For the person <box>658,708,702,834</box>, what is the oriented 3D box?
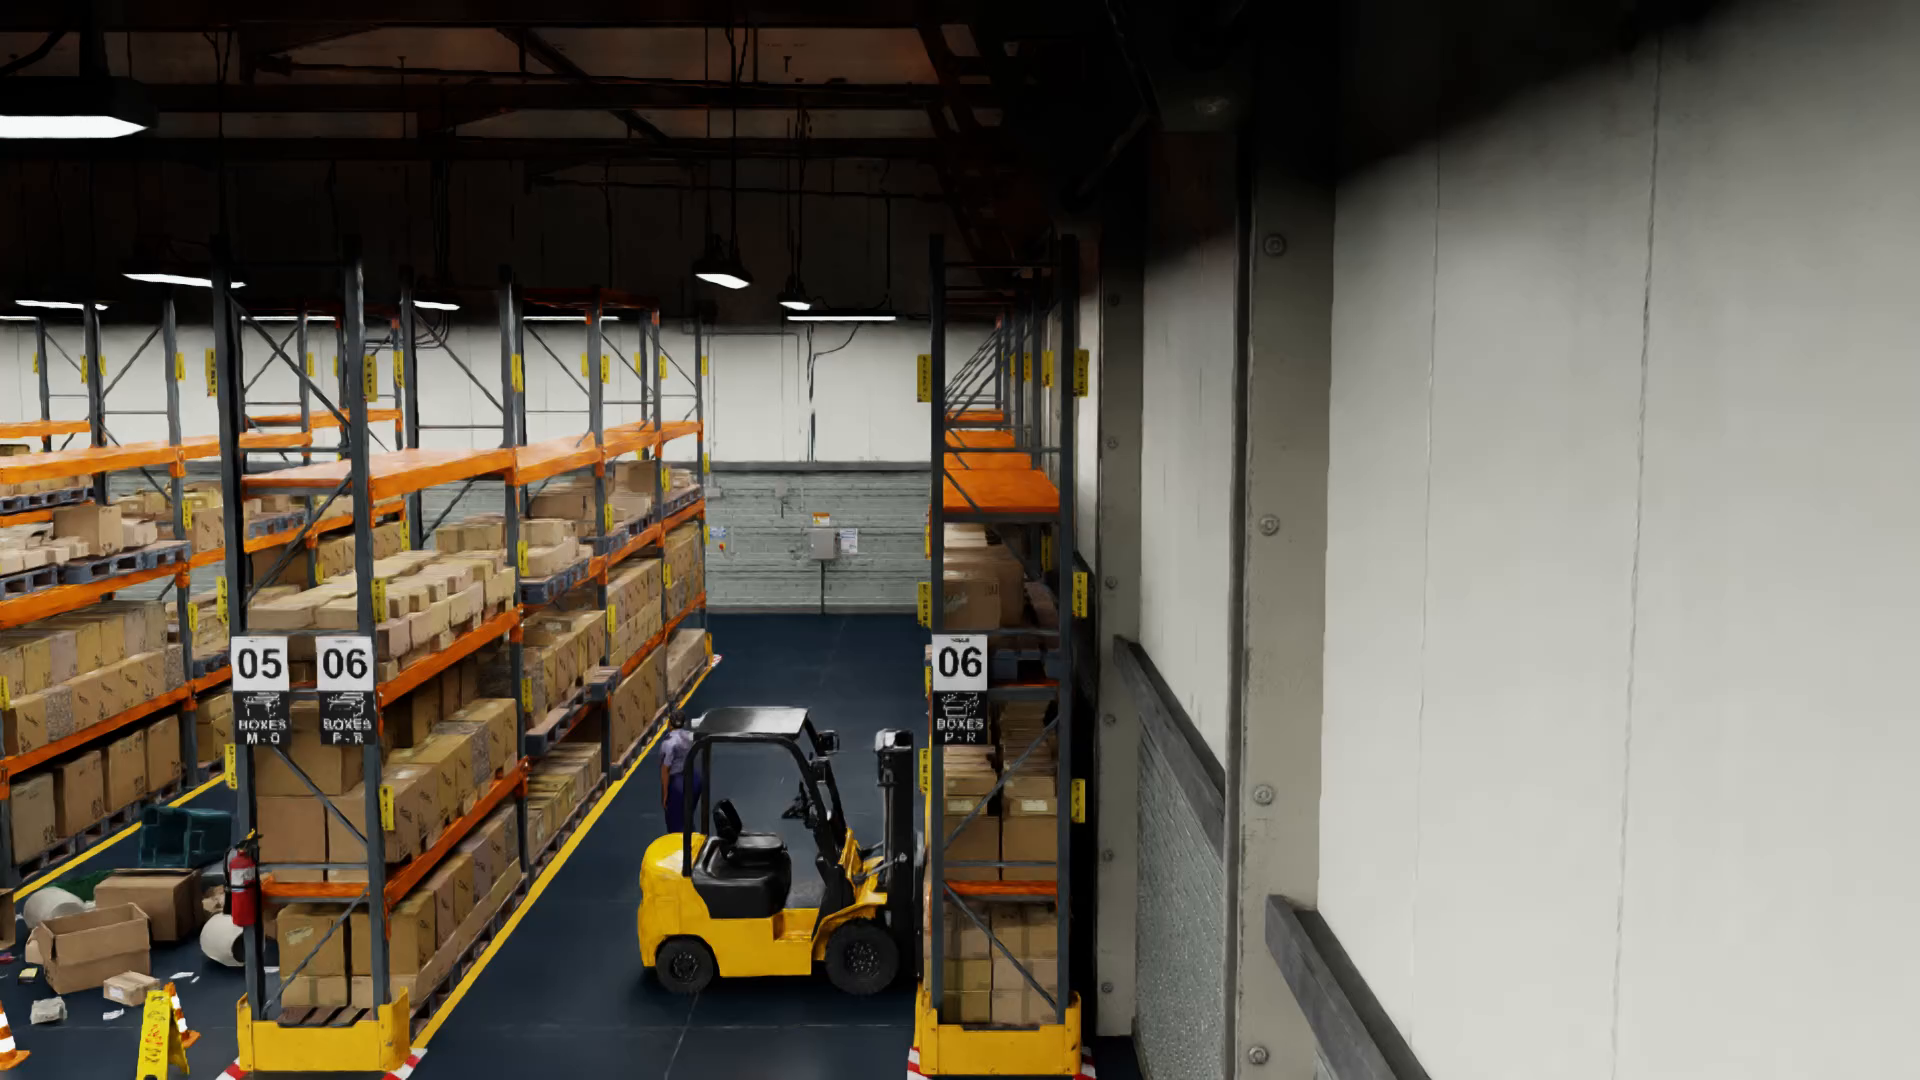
[{"bbox_3d":[-2.859,2.503,16.680,0.464,1.652,0.523,4,7,30],"label":"person"}]
